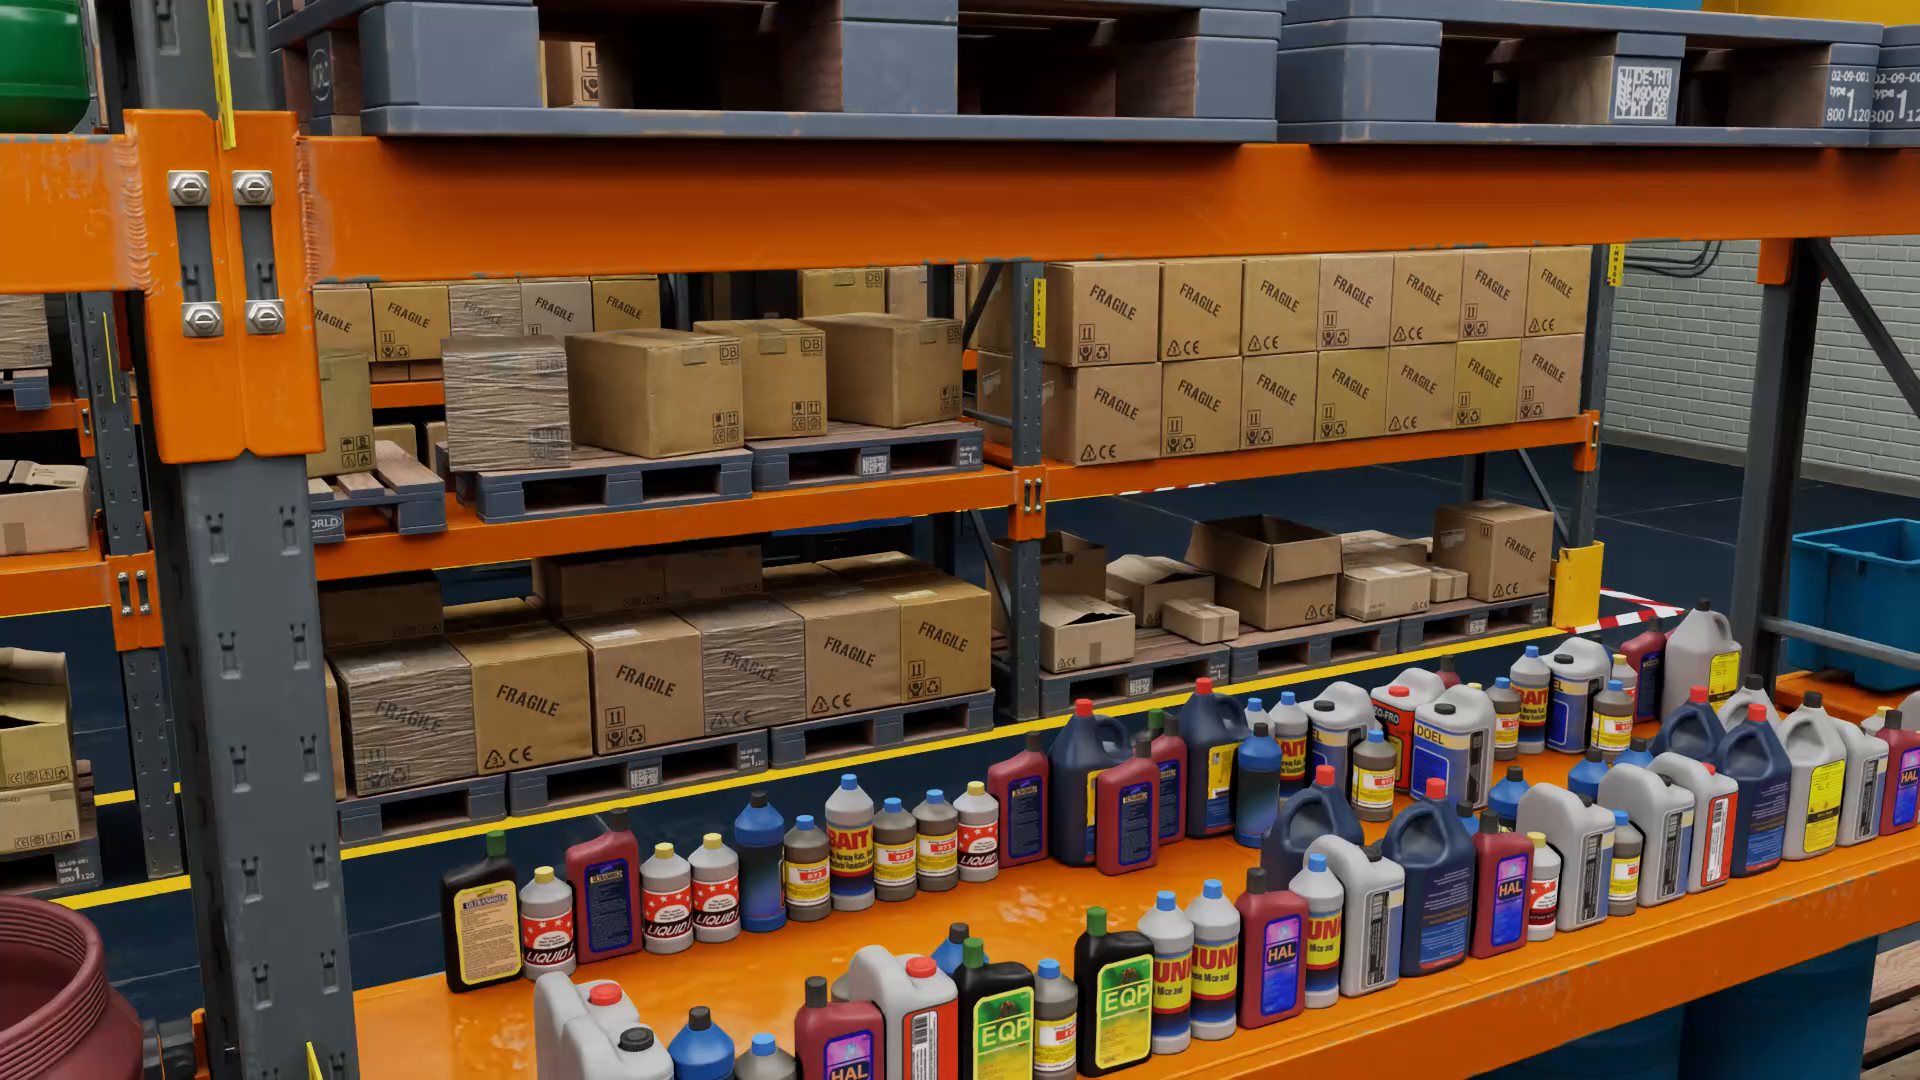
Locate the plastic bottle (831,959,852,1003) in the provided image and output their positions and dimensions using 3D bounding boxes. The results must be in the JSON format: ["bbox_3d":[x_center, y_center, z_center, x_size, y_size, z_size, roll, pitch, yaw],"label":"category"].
[{"bbox_3d":[-0.163,0.786,2.735,0.097,0.201,0.097,0,13,0],"label":"plastic bottle"}]

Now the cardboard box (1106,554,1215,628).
[{"bbox_3d":[1.136,0.271,9.693,0.500,0.311,0.500,-7,14,-28],"label":"cardboard box"}]

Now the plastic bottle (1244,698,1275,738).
[{"bbox_3d":[0.678,0.500,3.850,0.097,0.271,0.097,0,13,0],"label":"plastic bottle"}]

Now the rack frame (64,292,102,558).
[{"bbox_3d":[-5.775,-1.166,10.957,0.127,3.000,1.000,-7,14,-28],"label":"rack frame"}]

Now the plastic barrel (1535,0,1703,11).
[{"bbox_3d":[1.058,-1.381,2.984,0.708,0.901,0.600,-7,14,-28],"label":"plastic barrel"}]

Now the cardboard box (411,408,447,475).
[{"bbox_3d":[-3.551,-0.555,12.184,0.750,0.750,0.750,-6,14,-26],"label":"cardboard box"}]

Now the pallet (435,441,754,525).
[{"bbox_3d":[-1.693,-0.323,7.651,1.213,0.211,1.003,-7,14,-28],"label":"pallet"}]

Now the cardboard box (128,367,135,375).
[{"bbox_3d":[-5.226,-1.371,10.919,0.500,0.500,0.500,-6,14,-26],"label":"cardboard box"}]

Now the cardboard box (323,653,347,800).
[{"bbox_3d":[-2.861,0.801,6.911,0.500,0.500,0.500,-6,14,-25],"label":"cardboard box"}]

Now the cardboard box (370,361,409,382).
[{"bbox_3d":[-4.034,-1.206,11.664,0.250,0.149,0.380,-7,14,-28],"label":"cardboard box"}]

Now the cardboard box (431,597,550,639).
[{"bbox_3d":[-2.235,0.595,7.823,0.500,0.500,0.500,-7,15,-30],"label":"cardboard box"}]

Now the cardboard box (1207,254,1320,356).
[{"bbox_3d":[1.566,-1.273,8.927,0.500,0.500,0.500,-7,15,-30],"label":"cardboard box"}]

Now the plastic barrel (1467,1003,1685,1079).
[{"bbox_3d":[1.376,1.270,3.957,0.708,0.901,0.600,-7,14,-28],"label":"plastic barrel"}]

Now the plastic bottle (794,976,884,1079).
[{"bbox_3d":[-0.183,0.791,2.526,0.133,0.283,0.061,-7,14,-28],"label":"plastic bottle"}]

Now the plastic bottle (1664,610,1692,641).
[{"bbox_3d":[1.957,0.336,4.550,0.133,0.283,0.061,-7,14,-28],"label":"plastic bottle"}]

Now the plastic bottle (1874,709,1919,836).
[{"bbox_3d":[2.111,0.517,3.748,0.133,0.283,0.061,-7,14,-28],"label":"plastic bottle"}]

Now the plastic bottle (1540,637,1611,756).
[{"bbox_3d":[1.573,0.397,4.296,0.135,0.276,0.152,-7,14,-28],"label":"plastic bottle"}]

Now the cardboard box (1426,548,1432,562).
[{"bbox_3d":[2.872,0.119,10.701,0.250,0.166,0.380,-7,14,-28],"label":"cardboard box"}]

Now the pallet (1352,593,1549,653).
[{"bbox_3d":[2.858,0.400,10.354,1.213,0.211,1.003,-7,14,-28],"label":"pallet"}]

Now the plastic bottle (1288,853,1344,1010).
[{"bbox_3d":[0.636,0.695,2.984,0.097,0.271,0.097,0,13,0],"label":"plastic bottle"}]

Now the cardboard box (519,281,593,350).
[{"bbox_3d":[-2.991,-1.637,12.102,0.500,0.500,0.500,-7,14,-27],"label":"cardboard box"}]

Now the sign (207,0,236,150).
[{"bbox_3d":[-0.758,-0.564,1.688,0.005,0.325,0.100,-7,14,-28],"label":"sign"}]

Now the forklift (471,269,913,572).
[{"bbox_3d":[-1.893,-1.215,11.331,3.031,2.935,1.130,-6,14,-24],"label":"forklift"}]

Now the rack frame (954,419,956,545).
[{"bbox_3d":[-0.093,-0.574,12.428,0.006,1.200,0.240,-7,14,-28],"label":"rack frame"}]

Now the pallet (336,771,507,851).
[{"bbox_3d":[-2.724,1.078,7.340,1.213,0.211,1.003,-7,14,-28],"label":"pallet"}]

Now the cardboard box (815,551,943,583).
[{"bbox_3d":[-0.428,0.377,8.795,0.500,0.500,0.500,-8,15,-30],"label":"cardboard box"}]

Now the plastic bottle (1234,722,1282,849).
[{"bbox_3d":[0.661,0.538,3.681,0.097,0.271,0.097,0,13,0],"label":"plastic bottle"}]

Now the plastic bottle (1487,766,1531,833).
[{"bbox_3d":[1.131,0.597,3.417,0.097,0.271,0.097,0,13,0],"label":"plastic bottle"}]

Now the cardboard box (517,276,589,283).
[{"bbox_3d":[-3.005,-2.006,12.030,0.500,0.250,0.500,-6,14,-27],"label":"cardboard box"}]

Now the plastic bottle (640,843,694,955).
[{"bbox_3d":[-0.565,0.683,3.196,0.097,0.201,0.097,0,13,0],"label":"plastic bottle"}]

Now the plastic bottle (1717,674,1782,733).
[{"bbox_3d":[1.764,0.479,3.762,0.185,0.351,0.144,-7,14,-28],"label":"plastic bottle"}]

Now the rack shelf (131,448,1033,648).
[{"bbox_3d":[-1.642,-0.071,7.731,4.000,0.370,1.077,-7,14,-28],"label":"rack shelf"}]

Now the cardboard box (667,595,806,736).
[{"bbox_3d":[-1.061,0.583,7.879,0.500,0.500,0.500,-7,14,-27],"label":"cardboard box"}]

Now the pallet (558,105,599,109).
[{"bbox_3d":[-1.402,-1.839,7.546,1.003,0.211,1.213,-7,14,-28],"label":"pallet"}]

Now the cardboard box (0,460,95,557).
[{"bbox_3d":[-3.738,-0.138,6.594,0.500,0.311,0.500,-6,14,-24],"label":"cardboard box"}]

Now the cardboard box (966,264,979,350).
[{"bbox_3d":[0.171,-2.019,14.067,0.700,0.700,0.980,-7,14,-28],"label":"cardboard box"}]

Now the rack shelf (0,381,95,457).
[{"bbox_3d":[-7.530,-0.604,10.101,4.000,0.370,1.077,-7,14,-28],"label":"rack shelf"}]

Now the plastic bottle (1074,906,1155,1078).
[{"bbox_3d":[0.255,0.739,2.759,0.133,0.283,0.061,-7,14,-28],"label":"plastic bottle"}]

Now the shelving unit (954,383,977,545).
[{"bbox_3d":[-0.013,-0.584,12.471,0.189,1.200,0.258,-7,14,-28],"label":"shelving unit"}]

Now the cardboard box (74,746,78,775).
[{"bbox_3d":[-3.998,0.924,6.979,0.500,0.250,0.500,-7,14,-28],"label":"cardboard box"}]

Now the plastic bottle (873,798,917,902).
[{"bbox_3d":[-0.137,0.632,3.423,0.097,0.201,0.097,0,13,0],"label":"plastic bottle"}]

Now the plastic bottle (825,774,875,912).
[{"bbox_3d":[-0.223,0.608,3.370,0.097,0.271,0.097,0,13,0],"label":"plastic bottle"}]

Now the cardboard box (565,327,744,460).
[{"bbox_3d":[-1.408,-0.688,7.651,0.500,0.500,0.700,-12,17,-42],"label":"cardboard box"}]

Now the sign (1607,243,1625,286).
[{"bbox_3d":[3.872,-1.663,9.810,0.005,0.325,0.100,-7,14,-28],"label":"sign"}]

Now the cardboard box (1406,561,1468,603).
[{"bbox_3d":[2.866,0.245,10.142,0.250,0.166,0.380,-7,14,-28],"label":"cardboard box"}]

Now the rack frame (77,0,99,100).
[{"bbox_3d":[-3.398,-3.138,6.058,0.127,3.000,1.000,-7,14,-28],"label":"rack frame"}]

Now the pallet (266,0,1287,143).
[{"bbox_3d":[-0.310,-0.689,2.439,1.213,0.211,1.003,-7,14,-28],"label":"pallet"}]

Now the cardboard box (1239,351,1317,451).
[{"bbox_3d":[1.579,-0.789,9.055,0.500,0.500,0.500,-7,14,-28],"label":"cardboard box"}]

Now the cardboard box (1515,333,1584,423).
[{"bbox_3d":[3.361,-1.002,10.003,0.500,0.500,0.500,-6,14,-26],"label":"cardboard box"}]

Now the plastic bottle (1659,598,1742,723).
[{"bbox_3d":[1.983,0.326,4.443,0.185,0.351,0.144,-7,14,-28],"label":"plastic bottle"}]

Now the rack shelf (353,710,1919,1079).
[{"bbox_3d":[0.728,0.884,3.487,4.000,0.370,1.077,-7,14,-28],"label":"rack shelf"}]

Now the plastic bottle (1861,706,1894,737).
[{"bbox_3d":[2.216,0.501,4.002,0.097,0.201,0.097,0,13,0],"label":"plastic bottle"}]

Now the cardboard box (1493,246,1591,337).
[{"bbox_3d":[3.365,-1.490,9.892,0.500,0.500,0.500,-7,14,-28],"label":"cardboard box"}]

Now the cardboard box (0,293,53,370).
[{"bbox_3d":[-6.182,-1.378,10.669,0.500,0.500,0.700,-9,15,-34],"label":"cardboard box"}]

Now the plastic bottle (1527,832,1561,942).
[{"bbox_3d":[1.118,0.671,3.249,0.097,0.201,0.097,0,13,0],"label":"plastic bottle"}]

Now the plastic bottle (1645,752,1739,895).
[{"bbox_3d":[1.529,0.578,3.489,0.135,0.276,0.152,-7,14,-28],"label":"plastic bottle"}]
